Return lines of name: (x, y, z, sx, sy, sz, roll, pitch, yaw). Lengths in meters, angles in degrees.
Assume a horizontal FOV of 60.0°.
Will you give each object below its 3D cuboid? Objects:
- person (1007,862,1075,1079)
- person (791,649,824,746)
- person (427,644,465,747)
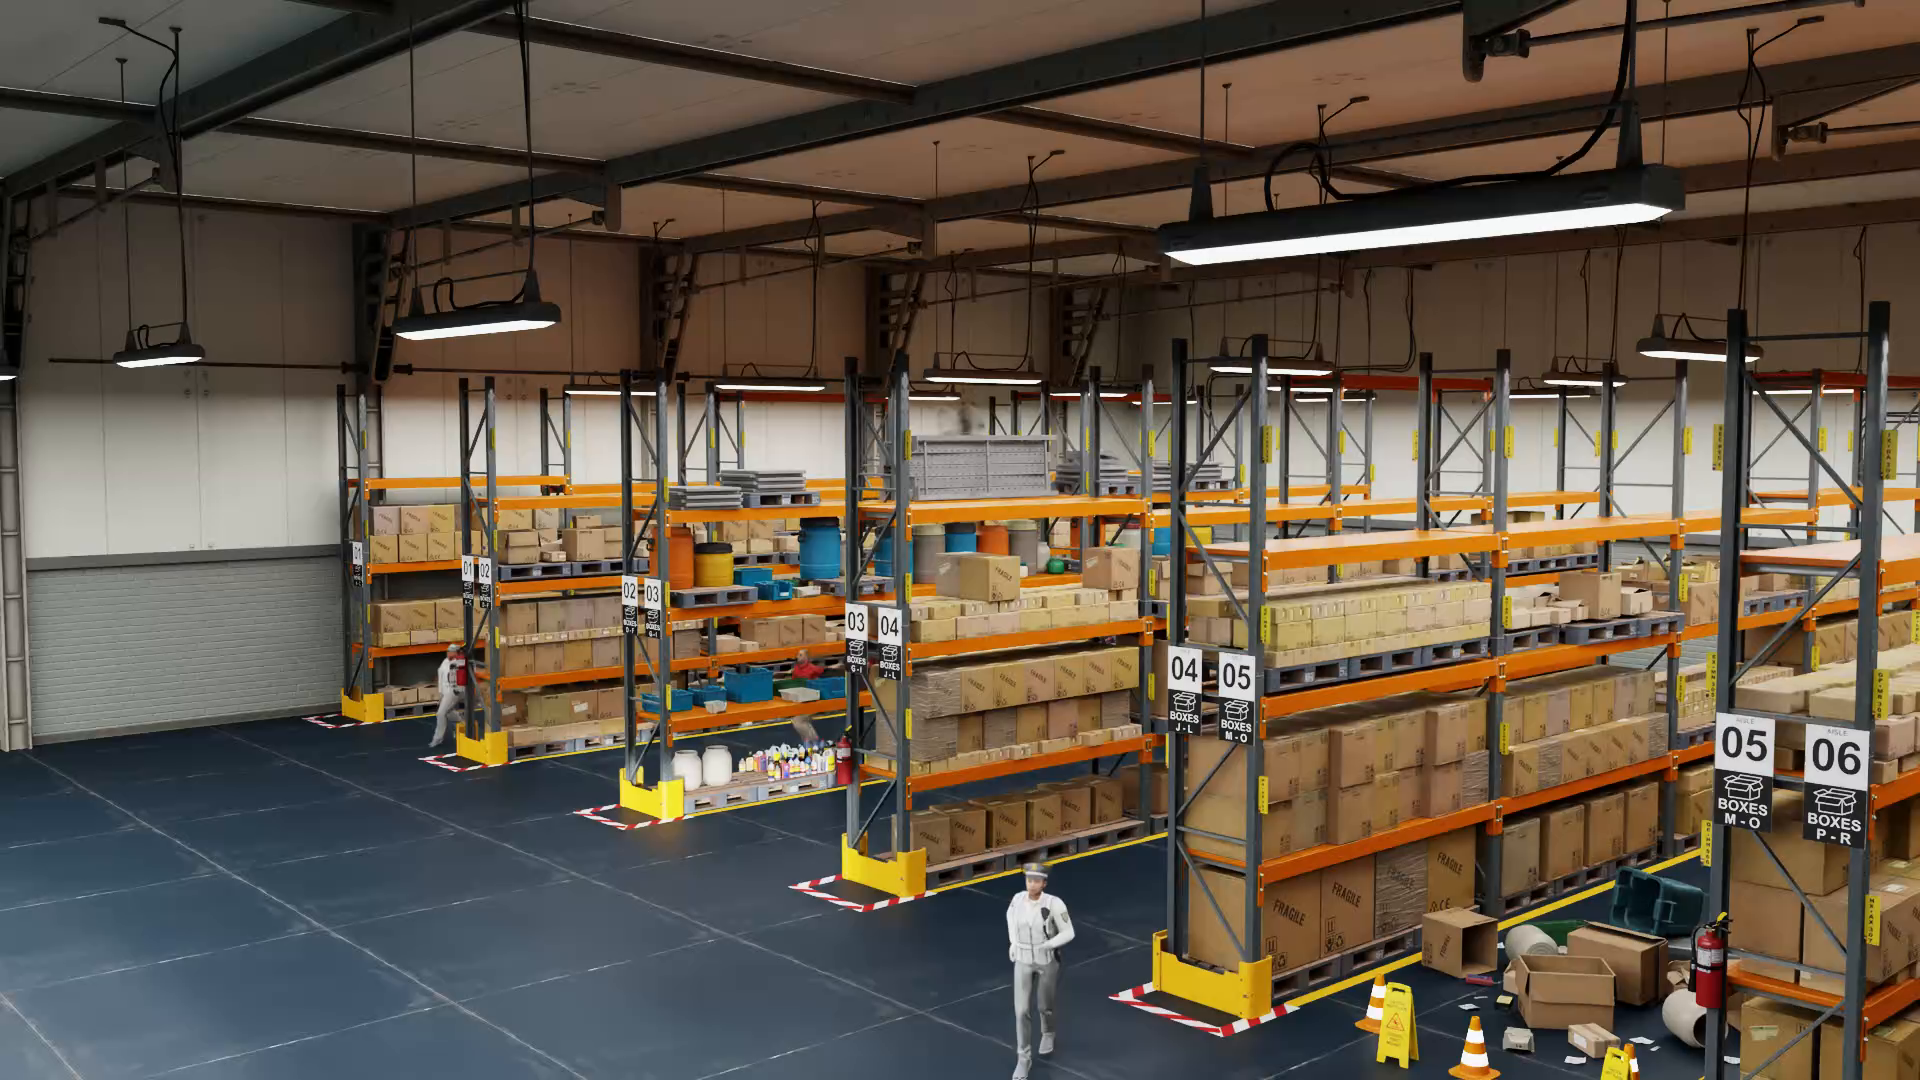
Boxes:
person: (0.638, 3.434, 13.461, 0.605, 1.730, 0.813, 1, 4, 13)
person: (-2.481, 2.591, 26.341, 0.710, 1.745, 0.650, -3, 5, -38)
person: (-8.413, 2.548, 27.464, 0.646, 1.674, 0.887, 3, 5, 42)
